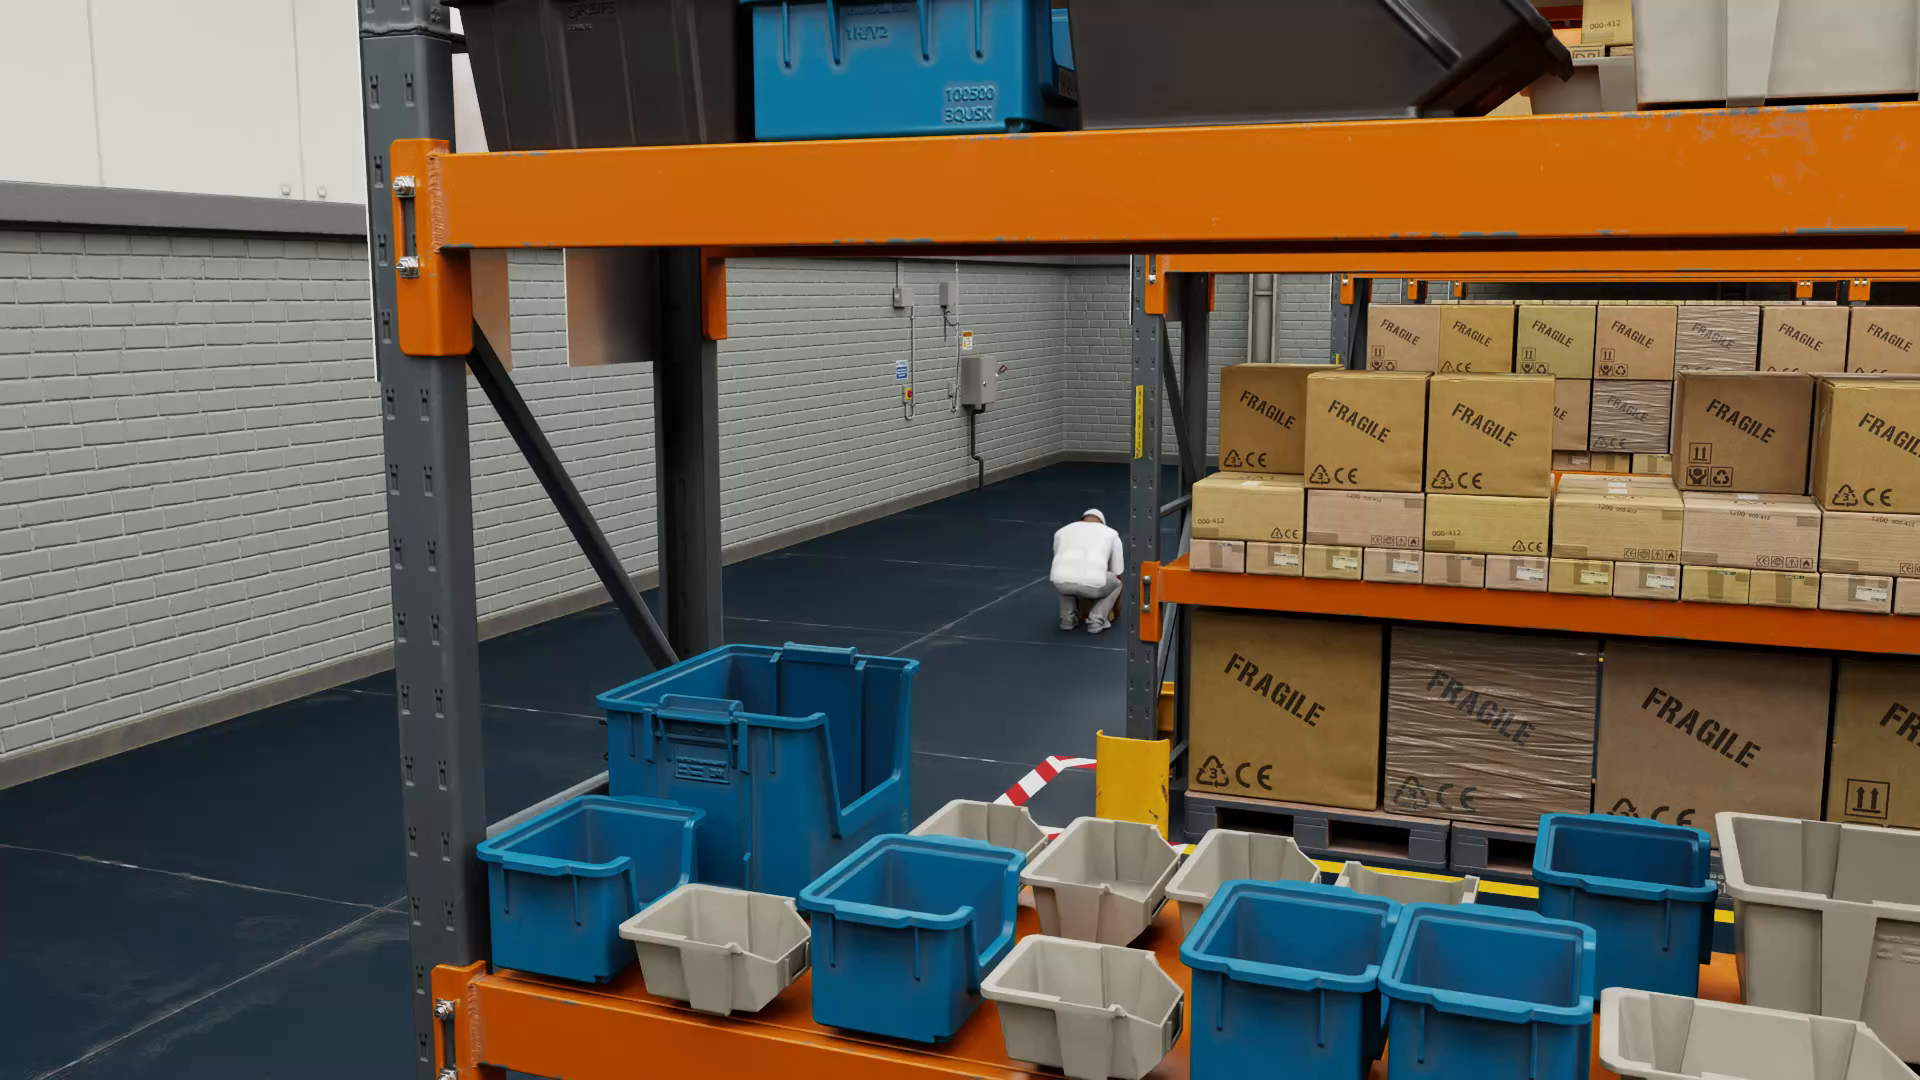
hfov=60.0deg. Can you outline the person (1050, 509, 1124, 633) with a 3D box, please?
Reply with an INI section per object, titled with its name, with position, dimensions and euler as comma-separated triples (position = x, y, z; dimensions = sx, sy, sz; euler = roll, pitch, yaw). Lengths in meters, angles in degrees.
[person]
position = 0.952, 0.249, 12.772
dimensions = 0.558, 0.894, 0.900
euler = 3, 9, 21
